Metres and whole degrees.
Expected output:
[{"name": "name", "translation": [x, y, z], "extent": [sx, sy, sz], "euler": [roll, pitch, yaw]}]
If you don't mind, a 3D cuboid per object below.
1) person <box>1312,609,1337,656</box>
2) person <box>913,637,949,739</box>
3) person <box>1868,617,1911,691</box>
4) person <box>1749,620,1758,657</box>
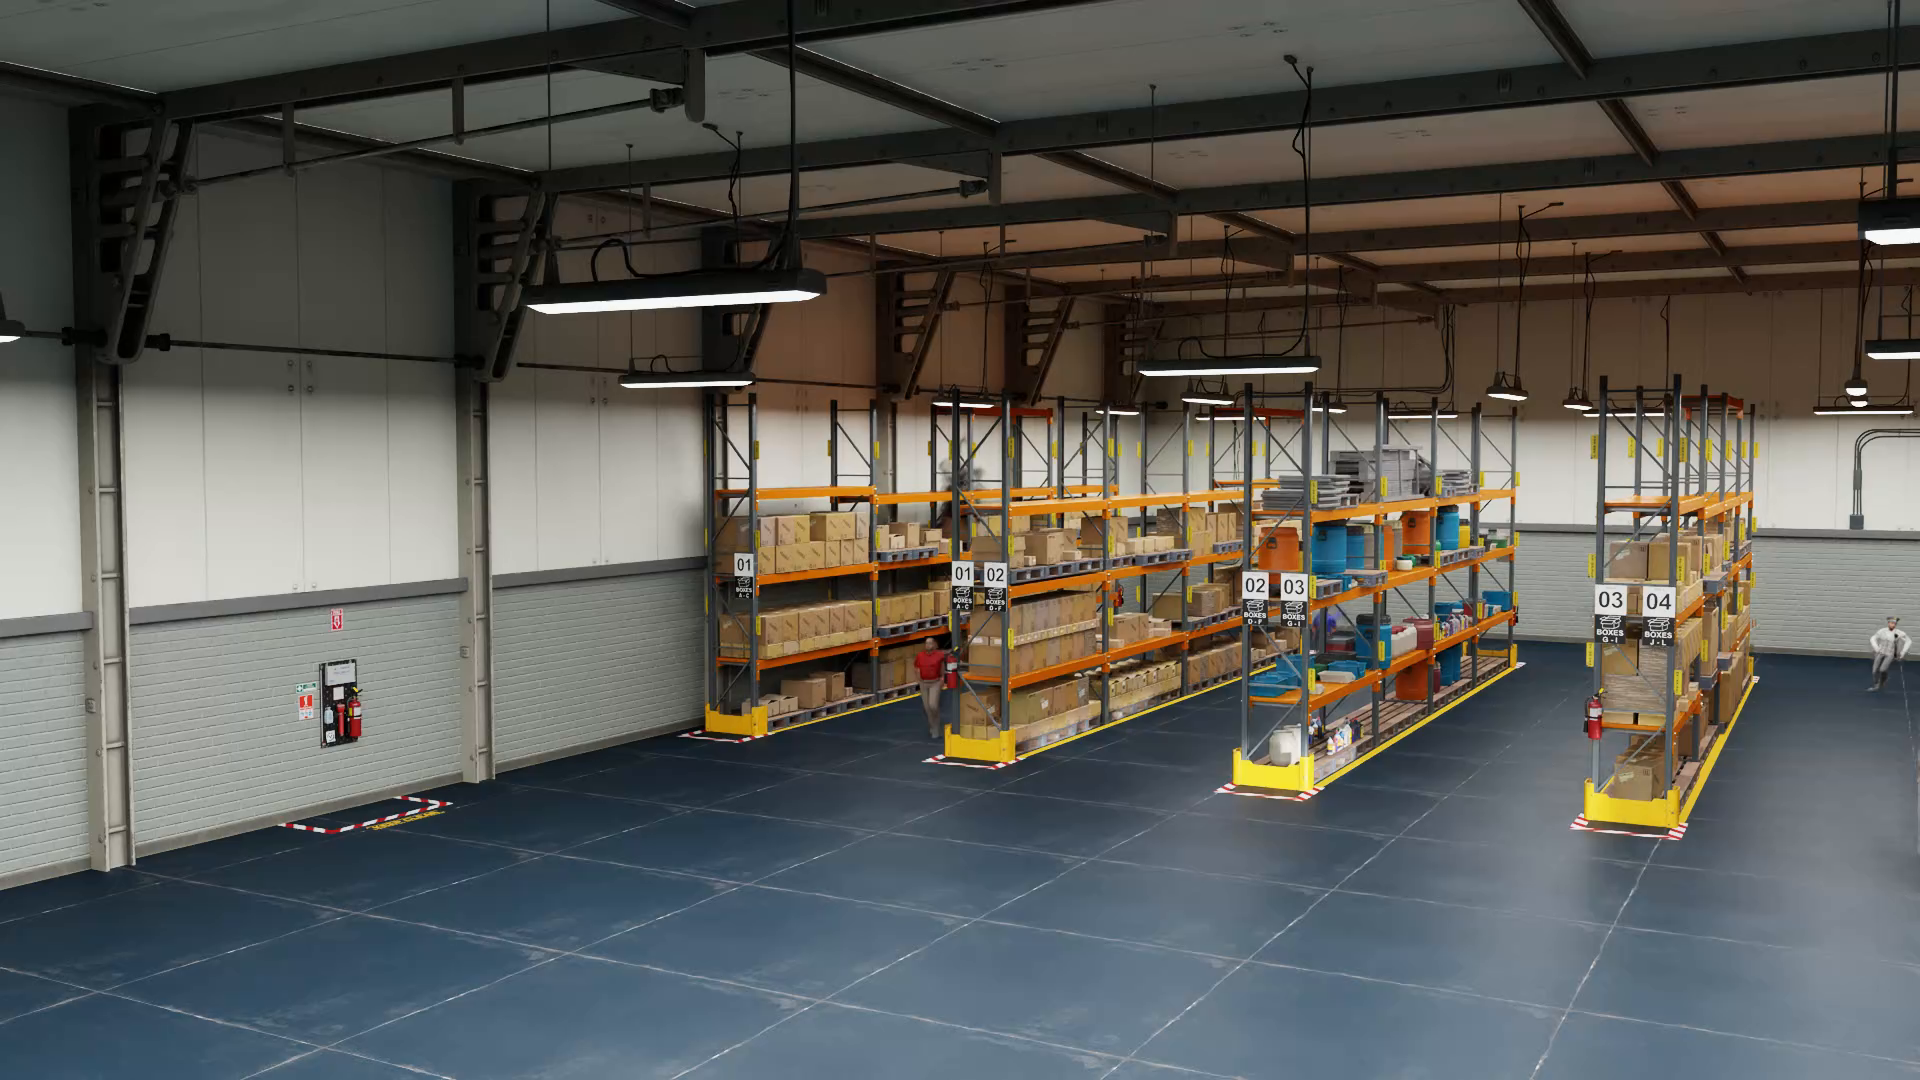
[{"name": "person", "translation": [8.064, 2.212, 36.872], "extent": [0.562, 1.597, 0.581], "euler": [2, 3, 27]}, {"name": "person", "translation": [-0.517, 2.592, 29.056], "extent": [0.638, 1.784, 0.767], "euler": [1, 3, 21]}, {"name": "person", "translation": [19.119, 2.360, 34.268], "extent": [0.591, 1.590, 0.743], "euler": [-3, 4, -45]}, {"name": "person", "translation": [17.407, 2.126, 37.209], "extent": [0.796, 1.818, 0.726], "euler": [2, 4, 36]}]
